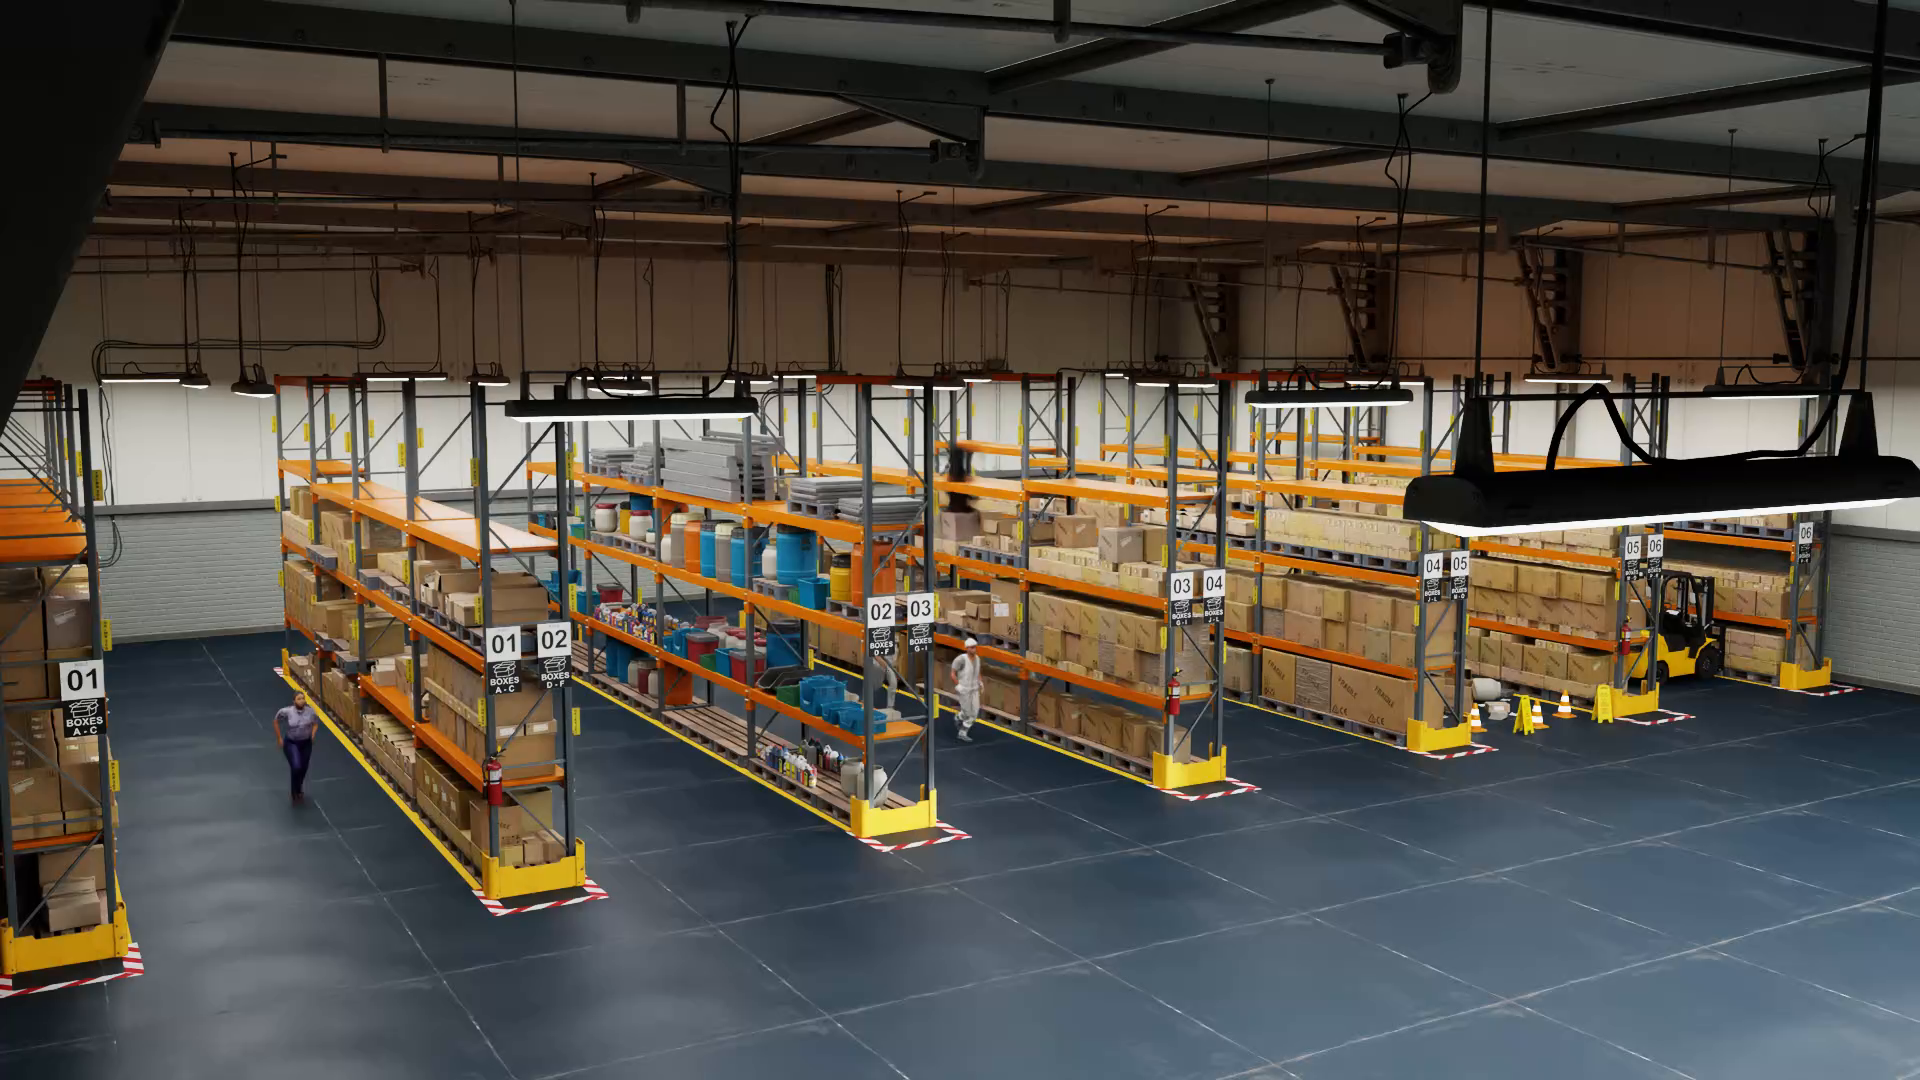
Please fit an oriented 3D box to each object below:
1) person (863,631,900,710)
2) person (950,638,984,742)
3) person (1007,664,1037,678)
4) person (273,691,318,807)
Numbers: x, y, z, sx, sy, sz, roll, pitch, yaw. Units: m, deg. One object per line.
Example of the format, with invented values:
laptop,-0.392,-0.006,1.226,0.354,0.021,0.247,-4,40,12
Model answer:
person,-1.404,2.287,29.964,0.628,1.631,0.989,-5,8,-41
person,0.082,2.466,27.569,0.659,1.725,0.590,-5,8,-36
person,1.254,1.872,33.020,0.558,1.741,0.860,-4,7,-31
person,-9.434,2.960,23.687,0.549,1.653,0.815,-6,8,-42
